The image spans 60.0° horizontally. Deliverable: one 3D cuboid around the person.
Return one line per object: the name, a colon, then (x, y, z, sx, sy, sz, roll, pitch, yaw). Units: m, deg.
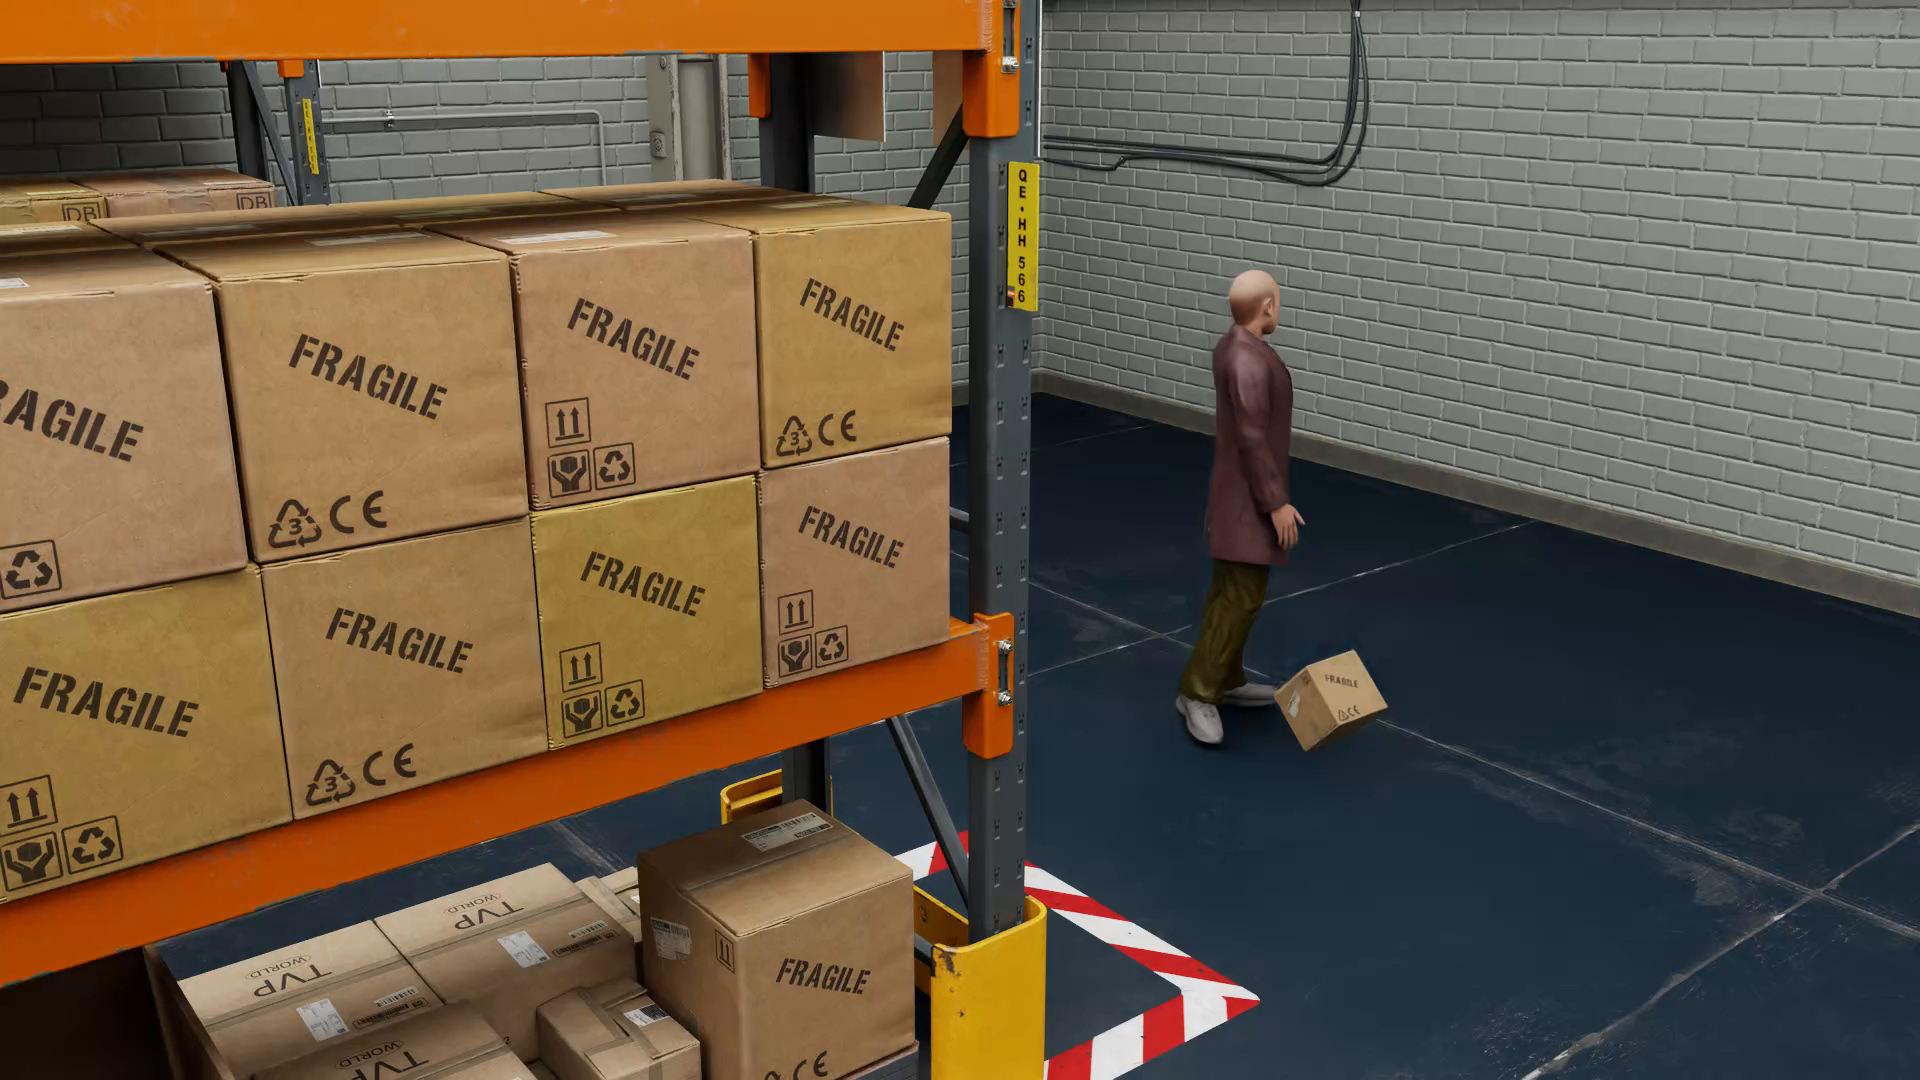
person: (1.100, -0.147, 6.485, 0.459, 1.776, 0.730, 2, 17, 5)
